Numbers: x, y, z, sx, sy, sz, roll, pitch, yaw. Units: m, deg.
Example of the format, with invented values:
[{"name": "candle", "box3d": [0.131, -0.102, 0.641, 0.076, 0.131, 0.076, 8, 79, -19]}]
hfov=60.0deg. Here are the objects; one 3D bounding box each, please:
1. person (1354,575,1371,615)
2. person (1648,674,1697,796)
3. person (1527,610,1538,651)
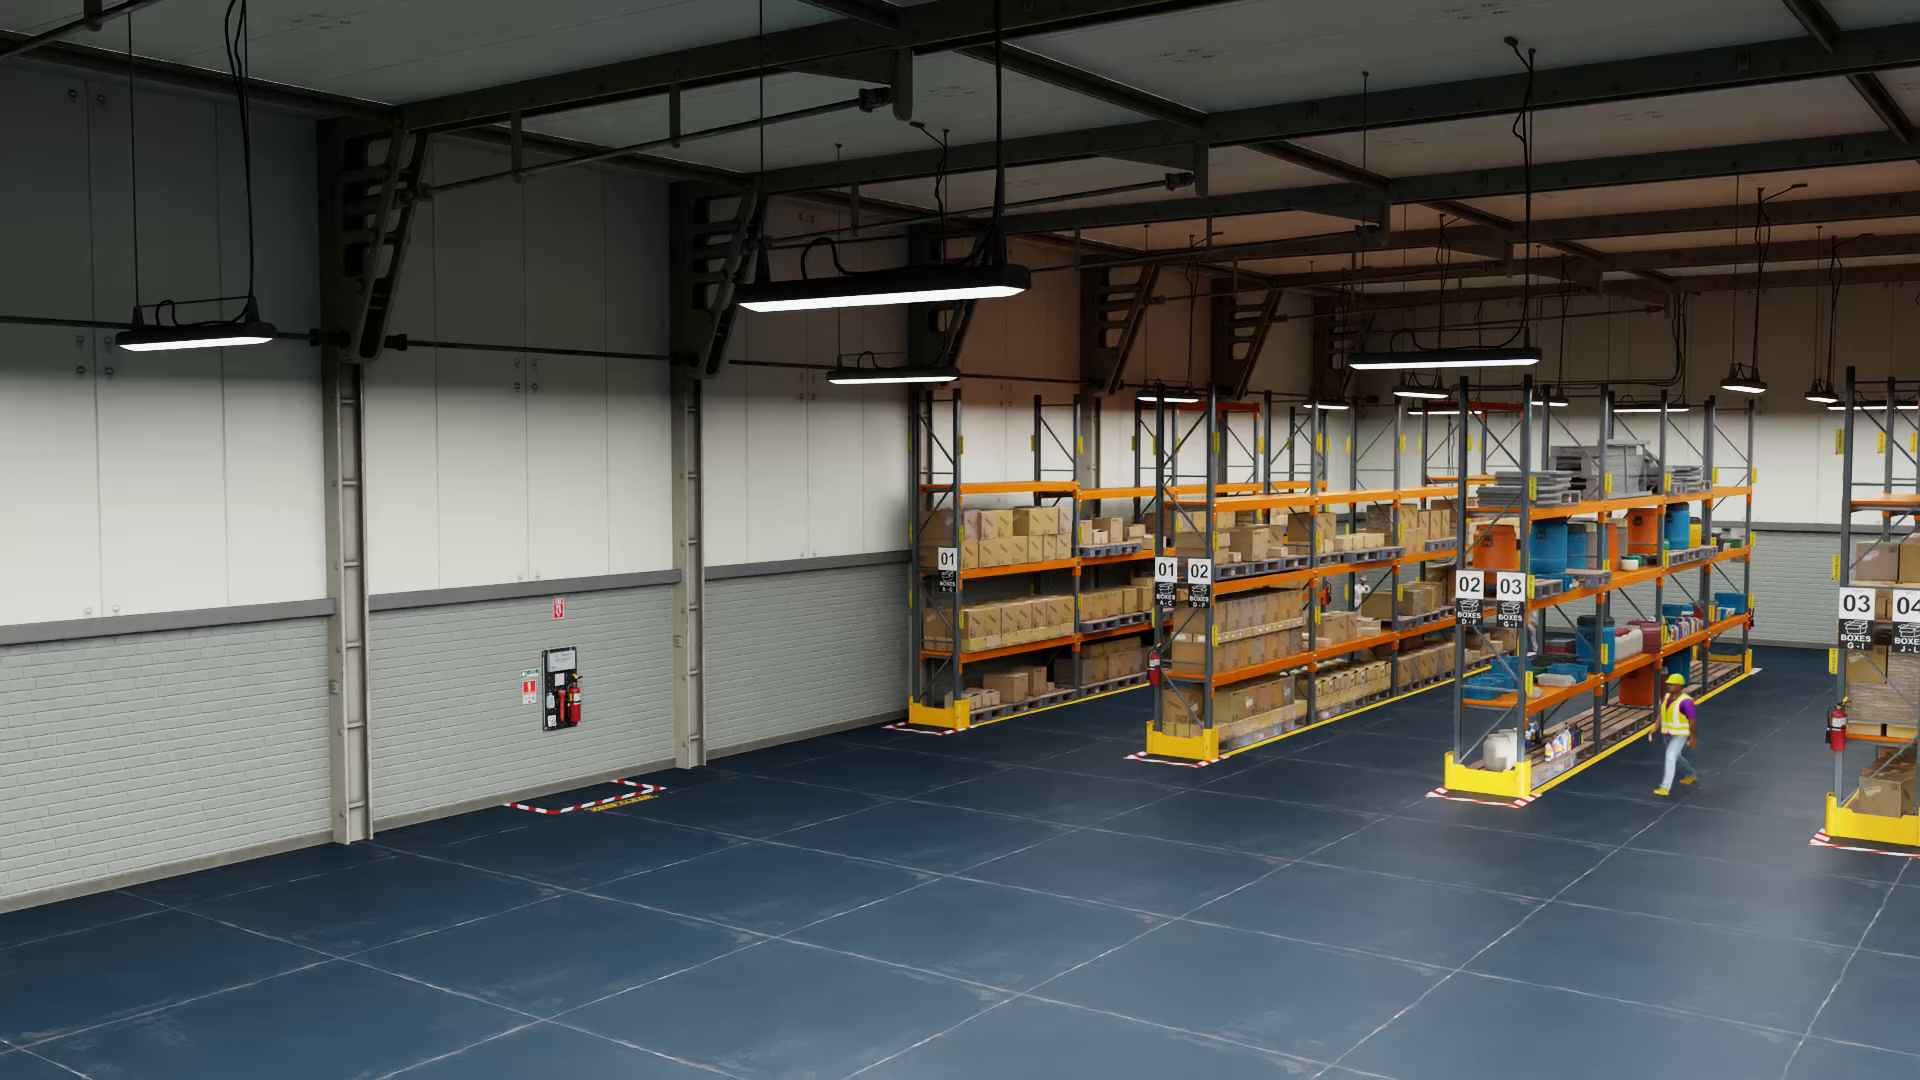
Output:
[{"name": "person", "box3d": [10.310, 1.728, 42.631, 0.471, 1.677, 0.447, -1, 3, -10]}, {"name": "person", "box3d": [10.275, 2.773, 23.873, 1.093, 1.716, 0.638, -2, 4, -27]}, {"name": "person", "box3d": [13.873, 1.937, 40.610, 0.404, 1.477, 0.910, -1, 4, -24]}]
